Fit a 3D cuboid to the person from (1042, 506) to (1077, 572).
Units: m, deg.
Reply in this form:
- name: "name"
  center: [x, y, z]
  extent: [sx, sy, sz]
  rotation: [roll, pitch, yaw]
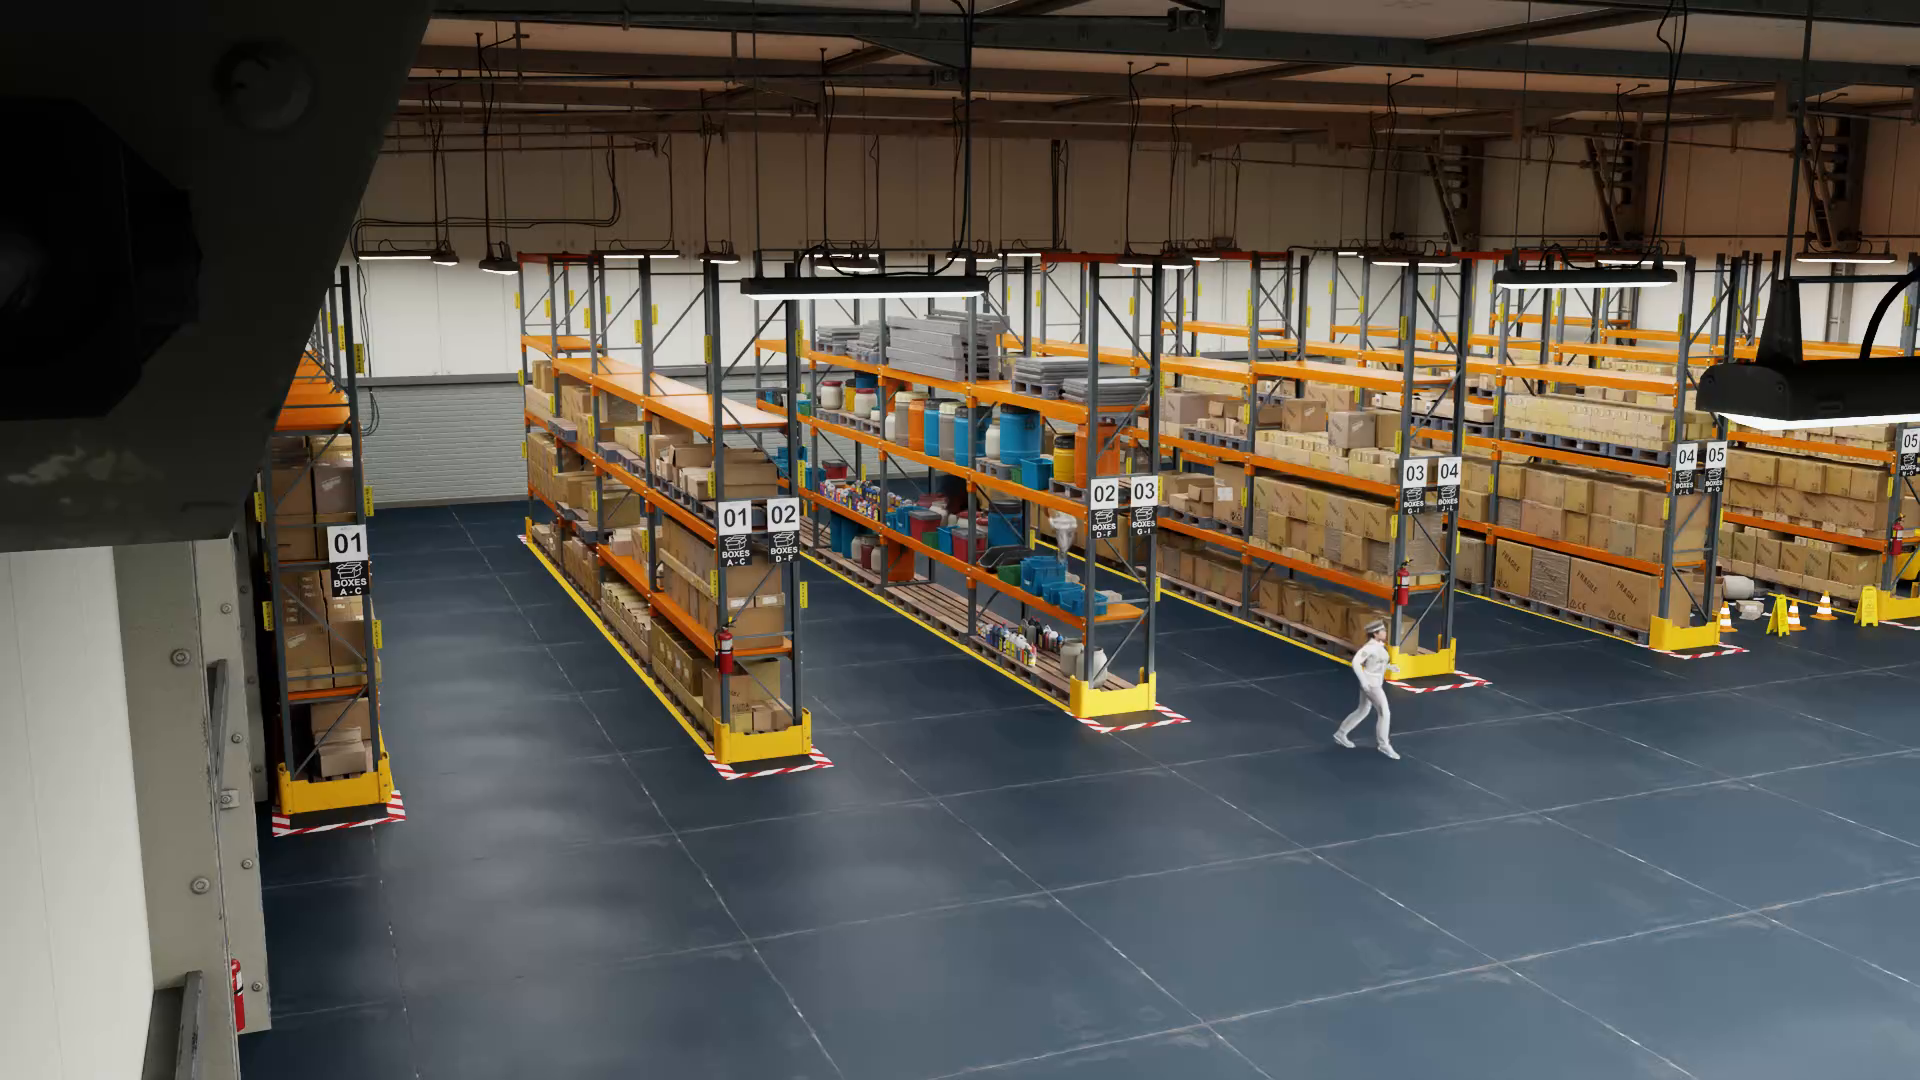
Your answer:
- name: "person"
  center: [1.874, -0.153, 29.407]
  extent: [0.659, 1.886, 0.709]
  rotation: [-6, 12, -31]

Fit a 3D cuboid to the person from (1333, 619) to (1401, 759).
- name: "person"
  center: [5.035, 1.810, 20.470]
  extent: [0.817, 1.725, 0.606]
  rotation: [3, 11, 14]
